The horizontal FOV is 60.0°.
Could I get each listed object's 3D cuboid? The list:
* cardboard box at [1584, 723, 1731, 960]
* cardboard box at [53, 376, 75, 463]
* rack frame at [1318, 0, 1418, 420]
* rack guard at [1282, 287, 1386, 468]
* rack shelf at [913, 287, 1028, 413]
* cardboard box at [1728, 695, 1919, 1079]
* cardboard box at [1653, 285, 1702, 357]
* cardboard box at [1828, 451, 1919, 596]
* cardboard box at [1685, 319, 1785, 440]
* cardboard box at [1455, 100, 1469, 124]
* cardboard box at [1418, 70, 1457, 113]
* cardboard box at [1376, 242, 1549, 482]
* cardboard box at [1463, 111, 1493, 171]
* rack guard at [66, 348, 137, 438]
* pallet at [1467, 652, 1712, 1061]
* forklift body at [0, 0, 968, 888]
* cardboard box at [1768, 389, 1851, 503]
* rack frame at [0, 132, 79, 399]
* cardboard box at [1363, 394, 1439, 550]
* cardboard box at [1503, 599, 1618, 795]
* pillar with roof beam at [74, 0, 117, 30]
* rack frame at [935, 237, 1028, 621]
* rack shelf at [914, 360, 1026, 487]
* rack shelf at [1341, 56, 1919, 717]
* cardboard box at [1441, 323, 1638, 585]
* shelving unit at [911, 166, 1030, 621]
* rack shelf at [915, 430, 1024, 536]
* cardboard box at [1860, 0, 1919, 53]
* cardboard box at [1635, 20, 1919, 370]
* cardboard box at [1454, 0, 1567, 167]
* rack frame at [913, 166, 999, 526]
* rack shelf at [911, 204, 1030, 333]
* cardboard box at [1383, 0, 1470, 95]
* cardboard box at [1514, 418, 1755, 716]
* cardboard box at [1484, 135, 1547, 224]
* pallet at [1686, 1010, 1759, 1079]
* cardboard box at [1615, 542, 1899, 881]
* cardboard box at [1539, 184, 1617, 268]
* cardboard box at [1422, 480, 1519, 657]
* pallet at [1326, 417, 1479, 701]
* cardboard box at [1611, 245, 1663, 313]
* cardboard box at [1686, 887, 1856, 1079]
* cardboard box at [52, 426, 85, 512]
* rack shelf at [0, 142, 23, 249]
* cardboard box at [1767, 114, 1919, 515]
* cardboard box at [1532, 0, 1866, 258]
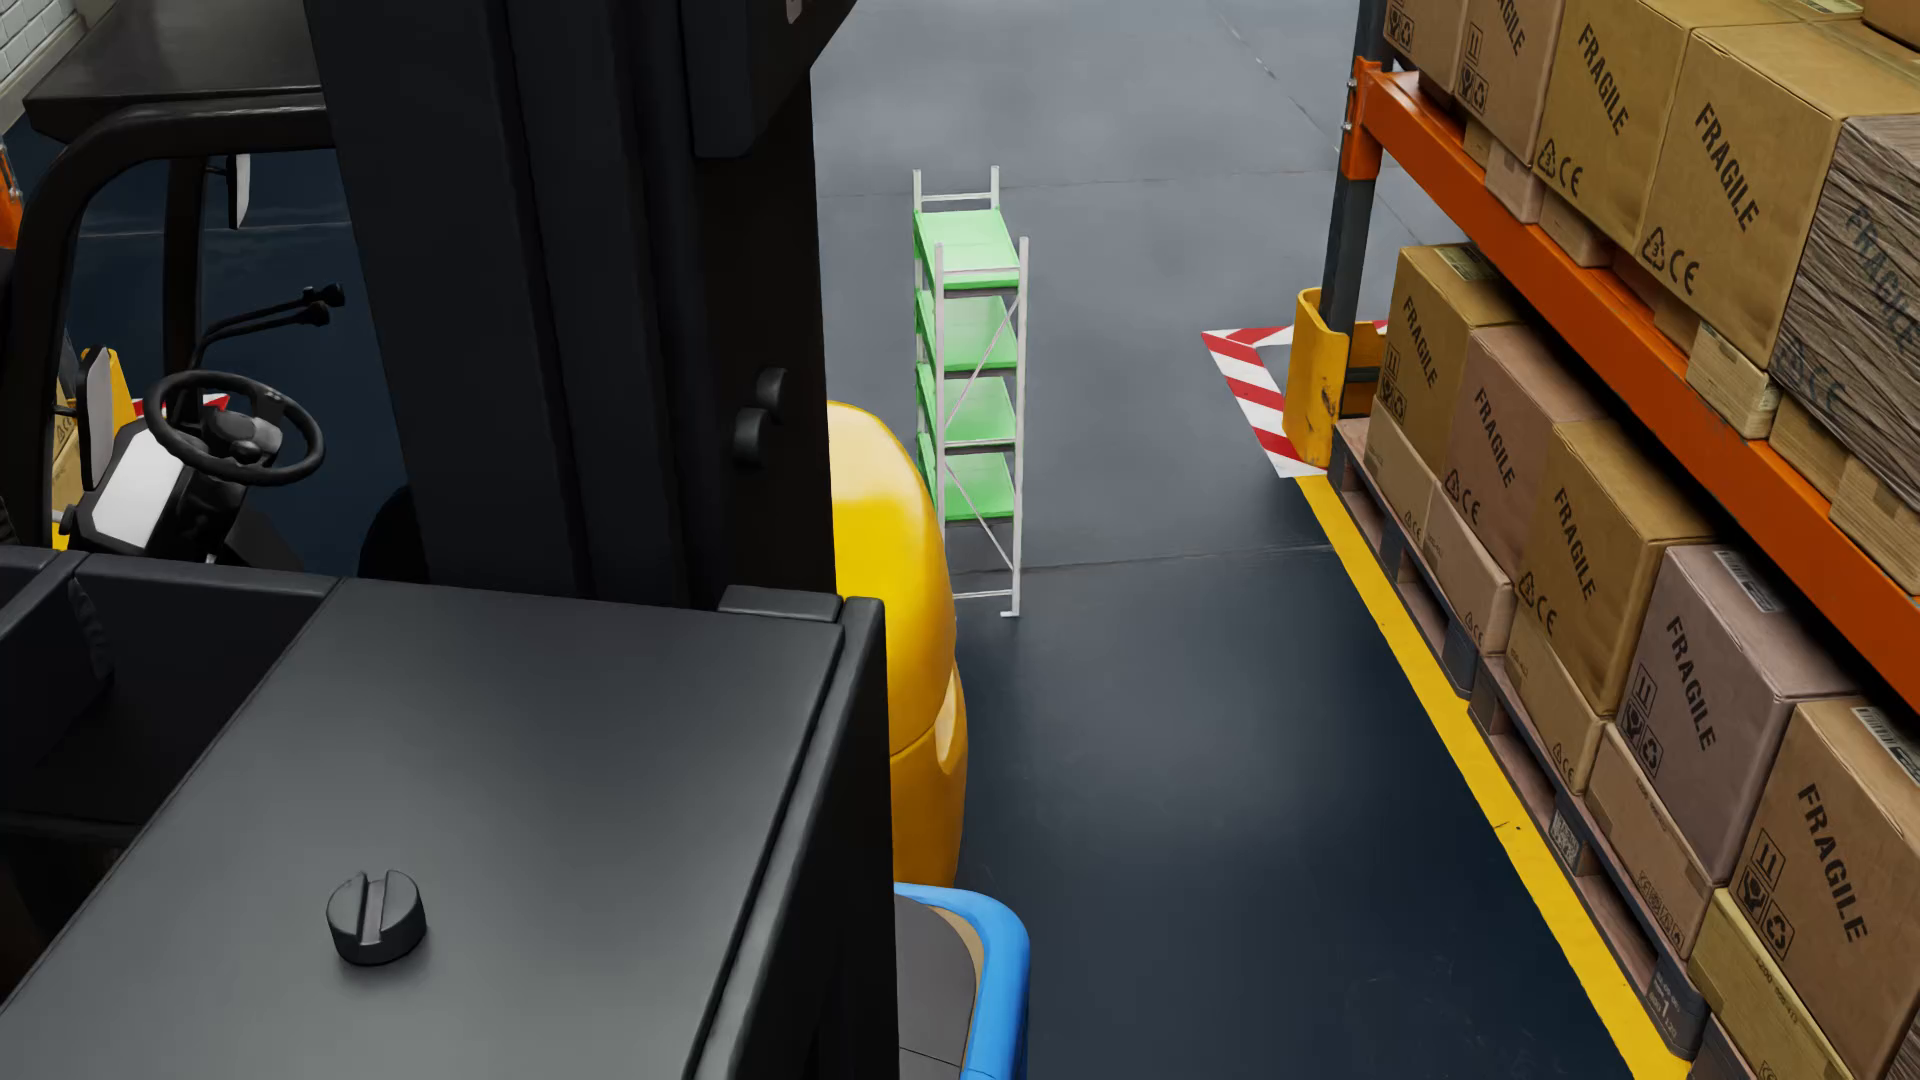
[{"bbox_3d":[1.761,0.643,3.711,0.500,0.250,0.500,-4,34,-6],"label":"cardboard box"},{"bbox_3d":[-2.829,-0.279,4.621,0.500,0.250,0.500,-5,35,-7],"label":"cardboard box"},{"bbox_3d":[1.714,-1.662,5.025,1.000,3.000,0.127,-4,35,-6],"label":"rack frame"},{"bbox_3d":[1.724,-0.586,5.666,1.175,0.500,0.348,-4,35,-6],"label":"rack guard"},{"bbox_3d":[0.022,-0.549,4.677,0.258,0.148,0.480,-4,35,-6],"label":"rack shelf"},{"bbox_3d":[1.836,0.630,3.065,0.500,0.500,0.500,-4,34,-6],"label":"cardboard box"},{"bbox_3d":[1.716,-0.479,3.513,0.380,0.149,0.250,-5,35,-8],"label":"cardboard box"},{"bbox_3d":[1.767,-0.049,2.881,0.380,0.149,0.250,-5,35,-7],"label":"cardboard box"},{"bbox_3d":[1.692,-0.334,3.300,0.380,0.149,0.250,-4,34,-6],"label":"cardboard box"},{"bbox_3d":[1.603,-1.213,4.589,0.380,0.149,0.250,-4,34,-6],"label":"cardboard box"},{"bbox_3d":[1.555,-1.353,4.794,0.380,0.149,0.250,-4,35,-6],"label":"cardboard box"},{"bbox_3d":[1.552,-0.524,4.759,0.500,0.500,0.500,-5,35,-8],"label":"cardboard box"},{"bbox_3d":[1.558,-1.059,4.363,0.380,0.149,0.250,-5,35,-8],"label":"cardboard box"},{"bbox_3d":[-3.207,-0.264,5.193,1.175,0.500,0.348,-4,35,-6],"label":"rack guard"},{"bbox_3d":[1.959,0.668,4.082,1.003,0.211,1.213,-4,35,-6],"label":"pallet"},{"bbox_3d":[-1.141,-0.013,3.359,2.313,2.155,1.214,-4,35,-6],"label":"forklift body"},{"bbox_3d":[1.762,-0.194,3.094,0.380,0.149,0.250,-5,35,-7],"label":"cardboard box"},{"bbox_3d":[-3.204,-1.284,4.470,1.000,3.000,0.127,-4,35,-6],"label":"rack frame"},{"bbox_3d":[1.548,-0.228,4.989,0.500,0.250,0.500,-5,35,-7],"label":"cardboard box"},{"bbox_3d":[1.696,0.361,4.125,0.500,0.250,0.500,-2,34,-3],"label":"cardboard box"},{"bbox_3d":[-0.545,-6.980,7.502,9.100,9.000,0.400,-4,35,-6],"label":"pillar with roof beam"},{"bbox_3d":[0.055,-0.267,4.577,0.240,1.200,0.015,-4,35,-6],"label":"rack frame"},{"bbox_3d":[0.022,-0.351,4.813,0.258,0.148,0.480,-4,35,-6],"label":"rack shelf"},{"bbox_3d":[1.983,-0.248,3.589,1.077,0.370,4.000,-4,35,-6],"label":"rack shelf"},{"bbox_3d":[1.627,-0.233,4.331,0.500,0.500,0.500,-6,35,-8],"label":"cardboard box"},{"bbox_3d":[0.022,-0.403,4.777,0.258,1.200,0.503,-4,35,-6],"label":"shelving unit"},{"bbox_3d":[0.022,-0.152,4.948,0.258,0.148,0.480,-4,35,-6],"label":"rack shelf"},{"bbox_3d":[2.160,-1.122,2.992,0.700,0.500,0.500,-5,35,-7],"label":"cardboard box"},{"bbox_3d":[1.722,-0.684,3.238,0.500,0.500,0.500,-5,35,-7],"label":"cardboard box"},{"bbox_3d":[1.576,-1.252,4.070,0.500,0.500,0.500,-3,34,-5],"label":"cardboard box"},{"bbox_3d":[-0.011,-0.540,4.976,0.240,1.200,0.015,-4,35,-6],"label":"rack frame"},{"bbox_3d":[0.022,-0.747,4.542,0.258,0.148,0.480,-4,35,-6],"label":"rack shelf"},{"bbox_3d":[1.503,-1.540,4.494,0.500,0.500,0.500,-5,35,-7],"label":"cardboard box"},{"bbox_3d":[1.686,0.048,3.919,0.500,0.500,0.500,-4,34,-5],"label":"cardboard box"},{"bbox_3d":[1.547,-0.913,4.150,0.380,0.149,0.250,-4,34,-6],"label":"cardboard box"},{"bbox_3d":[2.127,1.351,3.080,1.003,0.211,1.213,-4,35,-6],"label":"pallet"},{"bbox_3d":[1.767,0.345,3.483,0.500,0.500,0.500,-3,34,-4],"label":"cardboard box"},{"bbox_3d":[1.615,-0.772,3.942,0.380,0.149,0.250,-3,34,-5],"label":"cardboard box"},{"bbox_3d":[1.610,0.058,4.571,0.500,0.250,0.500,-3,34,-5],"label":"cardboard box"},{"bbox_3d":[1.798,-0.011,5.078,1.003,0.211,1.213,-4,35,-6],"label":"pallet"},{"bbox_3d":[1.710,-0.629,3.732,0.380,0.149,0.250,-3,34,-5],"label":"cardboard box"},{"bbox_3d":[1.825,0.927,3.294,0.500,0.250,0.500,-5,35,-8],"label":"cardboard box"},{"bbox_3d":[-2.828,-0.083,4.776,0.500,0.250,0.500,-4,34,-6],"label":"cardboard box"},{"bbox_3d":[-2.935,0.130,3.035,1.077,0.370,4.000,-4,35,-6],"label":"rack shelf"},{"bbox_3d":[1.795,-0.399,2.819,0.500,0.500,0.500,-3,34,-5],"label":"cardboard box"},{"bbox_3d":[1.646,-0.967,3.653,0.500,0.500,0.500,-5,35,-7],"label":"cardboard box"}]
